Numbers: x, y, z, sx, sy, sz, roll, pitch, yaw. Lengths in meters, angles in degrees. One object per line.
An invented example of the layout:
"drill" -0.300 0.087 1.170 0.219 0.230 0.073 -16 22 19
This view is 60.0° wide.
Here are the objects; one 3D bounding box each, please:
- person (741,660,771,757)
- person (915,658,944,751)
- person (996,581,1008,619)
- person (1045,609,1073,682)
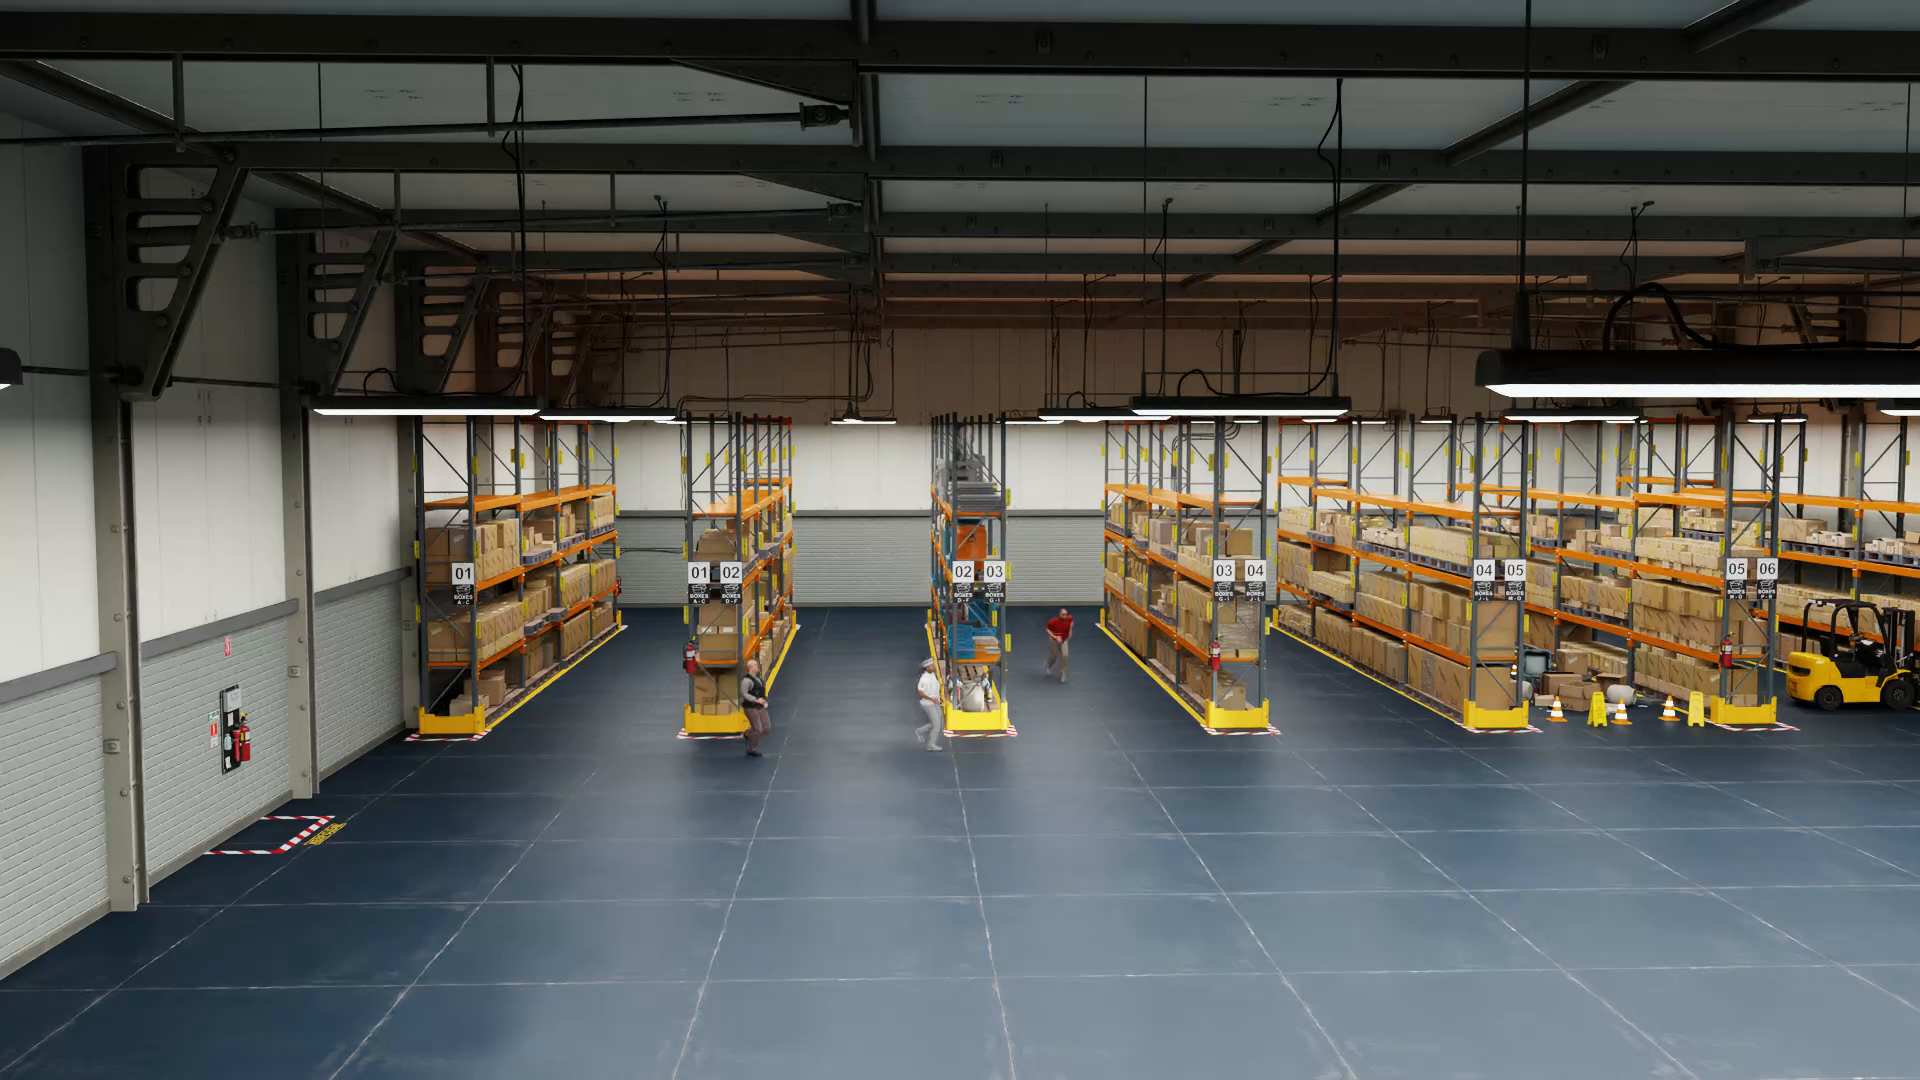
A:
"person" -3.568 2.922 28.919 0.579 1.680 0.658 1 4 20
"person" -0.560 2.894 29.408 0.586 1.649 0.573 2 4 22
"person" 1.007 1.468 49.401 0.865 1.762 0.703 1 4 14
"person" 2.201 2.360 37.727 0.703 1.693 1.020 -2 4 -22
